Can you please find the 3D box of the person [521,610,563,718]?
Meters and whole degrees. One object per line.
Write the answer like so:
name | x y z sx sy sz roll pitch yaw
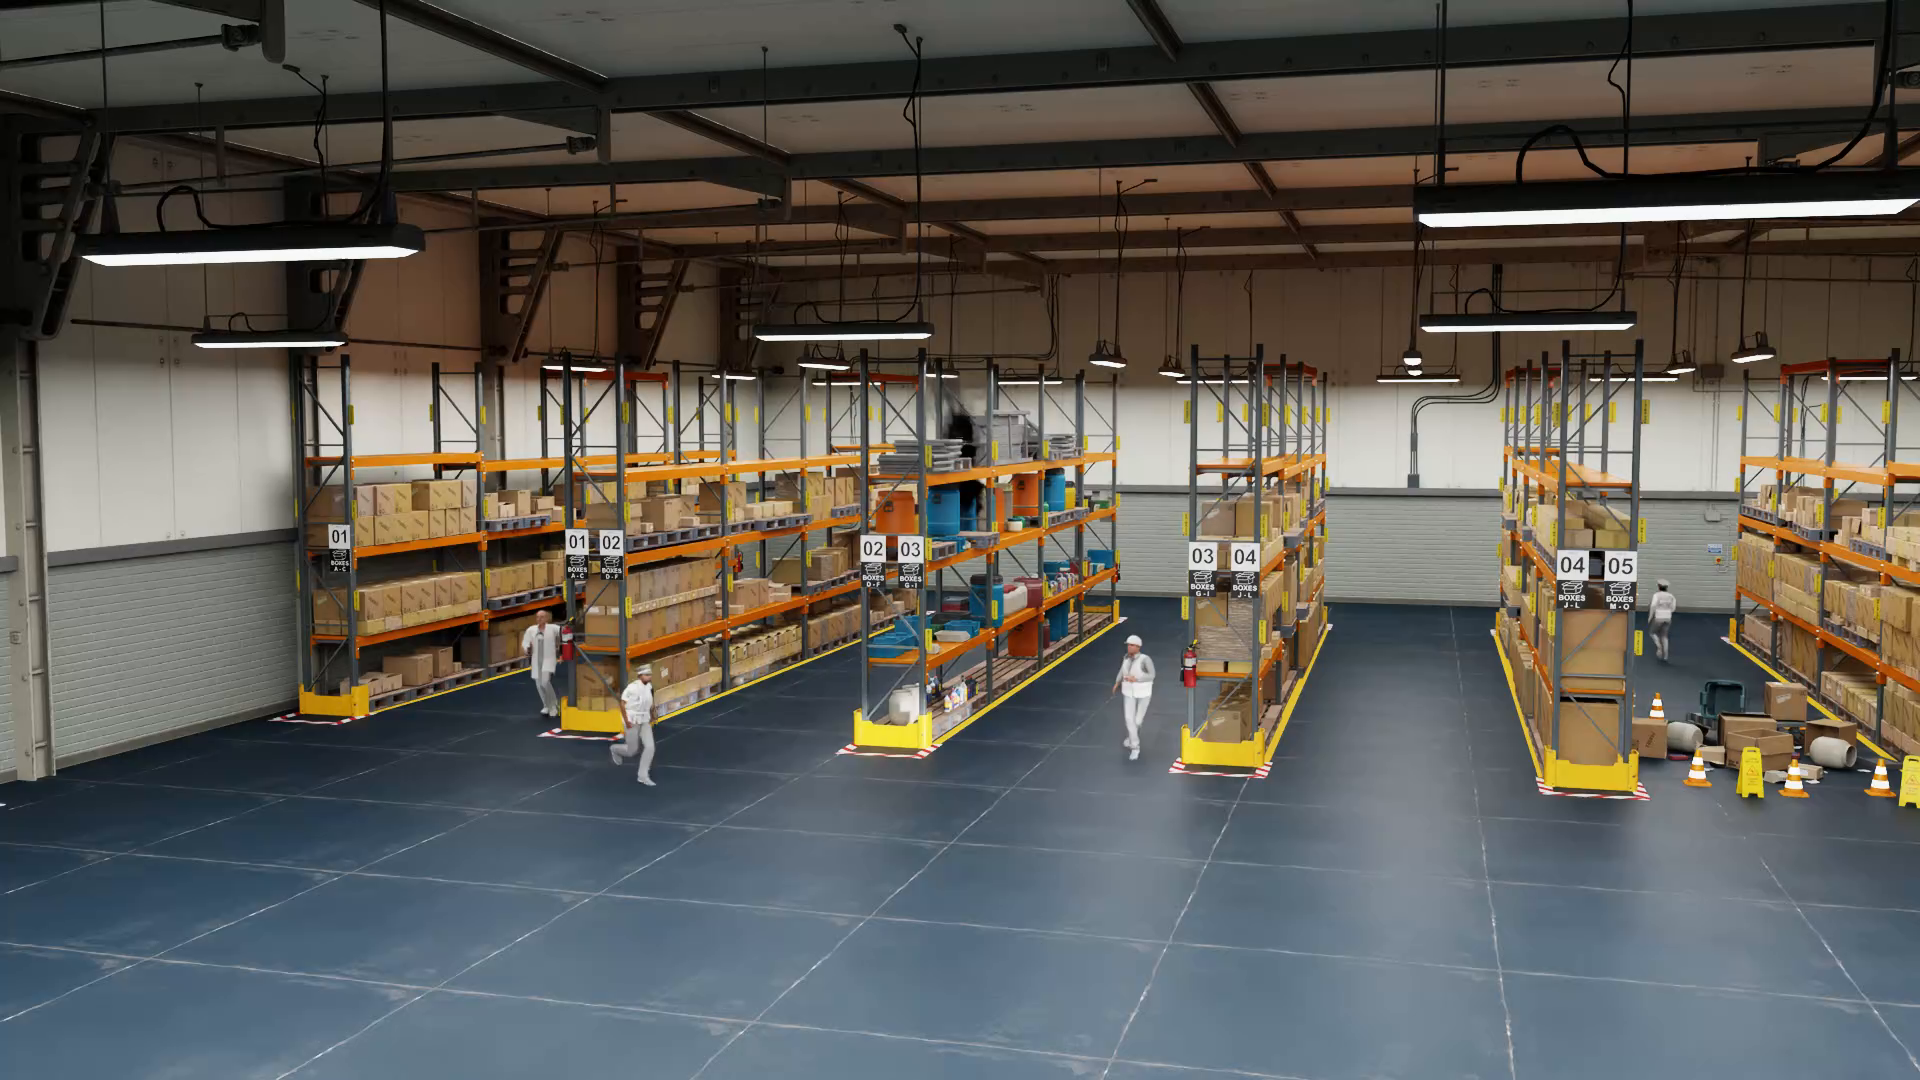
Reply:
person | -6.919 2.052 27.565 0.710 1.778 0.761 1 4 9

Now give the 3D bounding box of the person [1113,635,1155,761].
person | 2.548 2.298 24.507 0.717 1.791 0.817 2 5 23

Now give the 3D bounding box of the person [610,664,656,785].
person | -4.451 2.506 22.736 0.811 1.672 0.585 3 5 36

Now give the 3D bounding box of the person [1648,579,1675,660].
person | 14.361 1.622 34.077 0.570 1.646 0.633 0 4 -1
